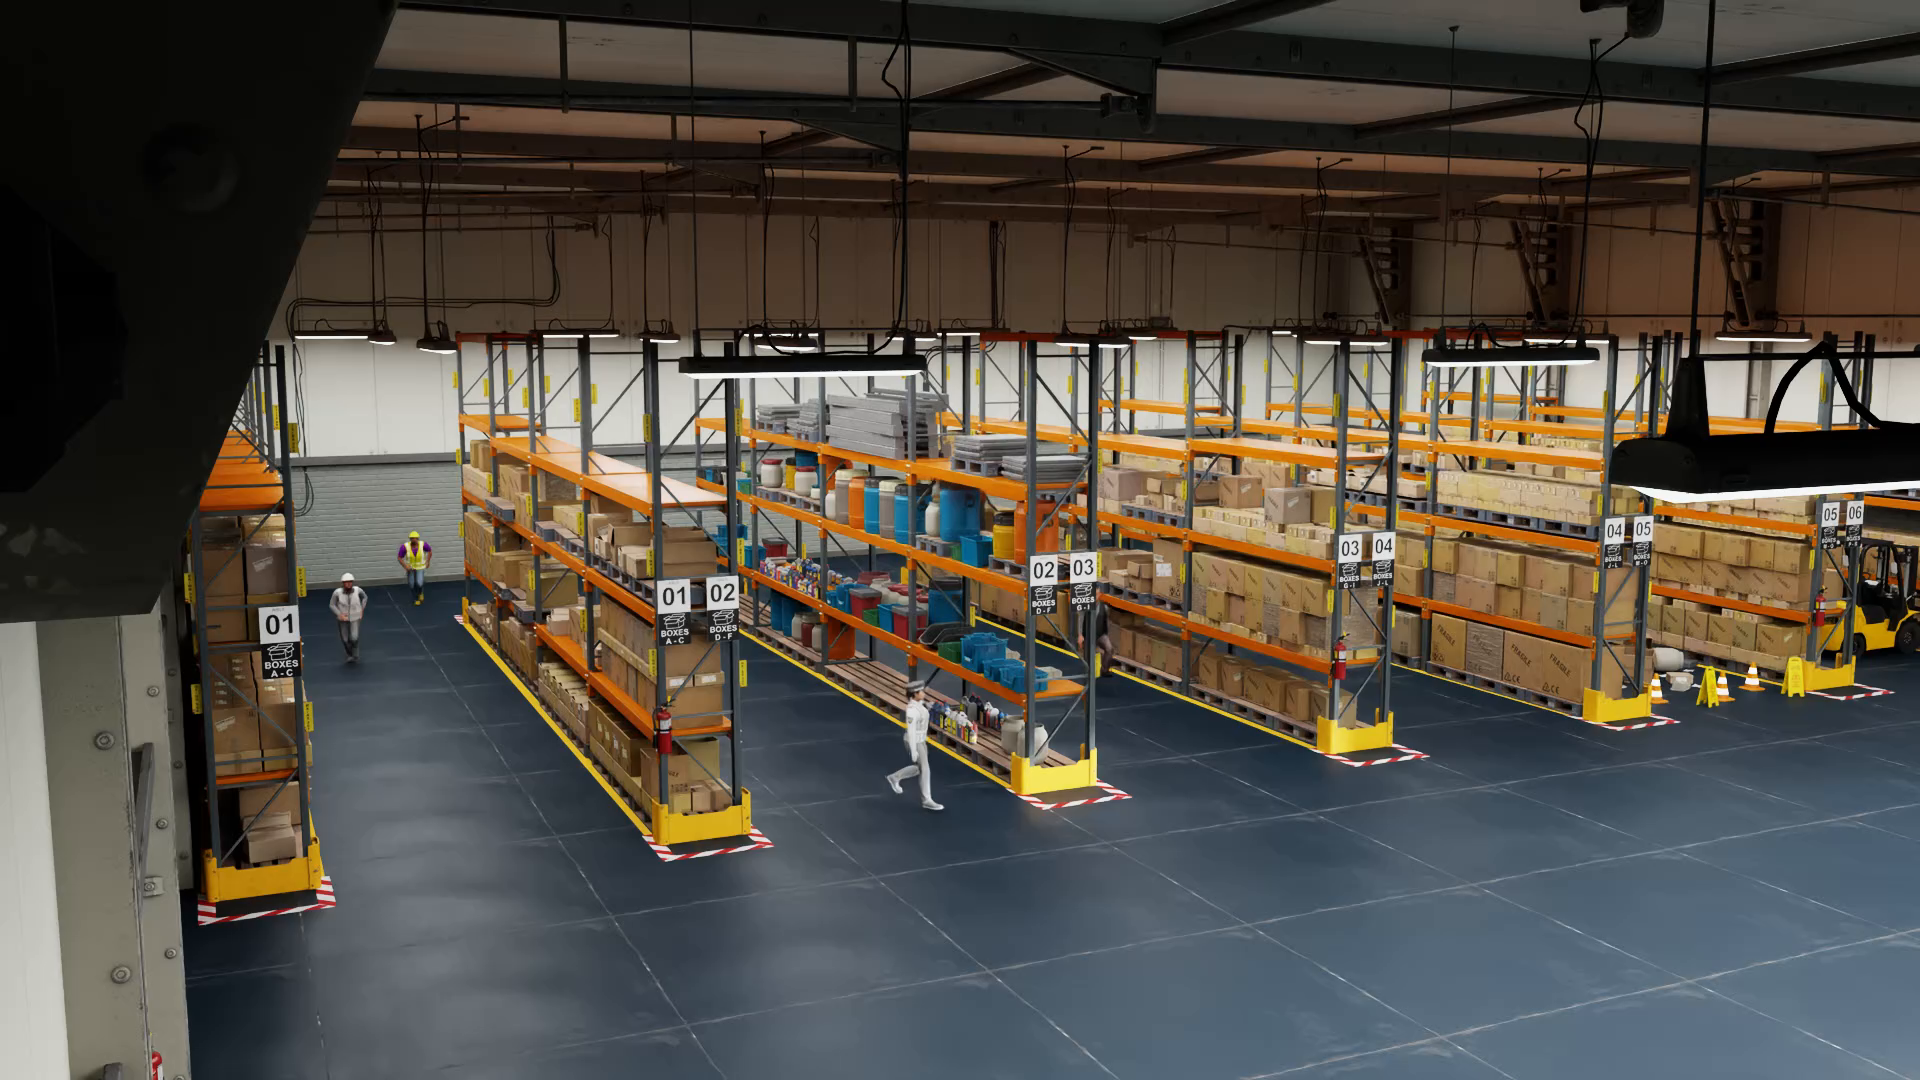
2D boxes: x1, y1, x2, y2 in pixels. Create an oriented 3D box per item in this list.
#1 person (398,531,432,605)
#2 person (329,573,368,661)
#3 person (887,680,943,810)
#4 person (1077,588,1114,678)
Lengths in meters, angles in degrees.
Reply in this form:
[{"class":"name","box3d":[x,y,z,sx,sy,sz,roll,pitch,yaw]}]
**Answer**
[{"class":"person","box3d":[-11.894,0.615,36.330,0.703,1.664,0.703,-2,8,-13]},{"class":"person","box3d":[-11.148,1.413,30.365,0.635,1.681,0.725,-2,8,-14]},{"class":"person","box3d":[-0.552,2.620,21.446,0.718,1.651,0.535,1,8,10]},{"class":"person","box3d":[2.272,1.551,28.057,0.591,1.477,1.049,-1,8,-6]}]
